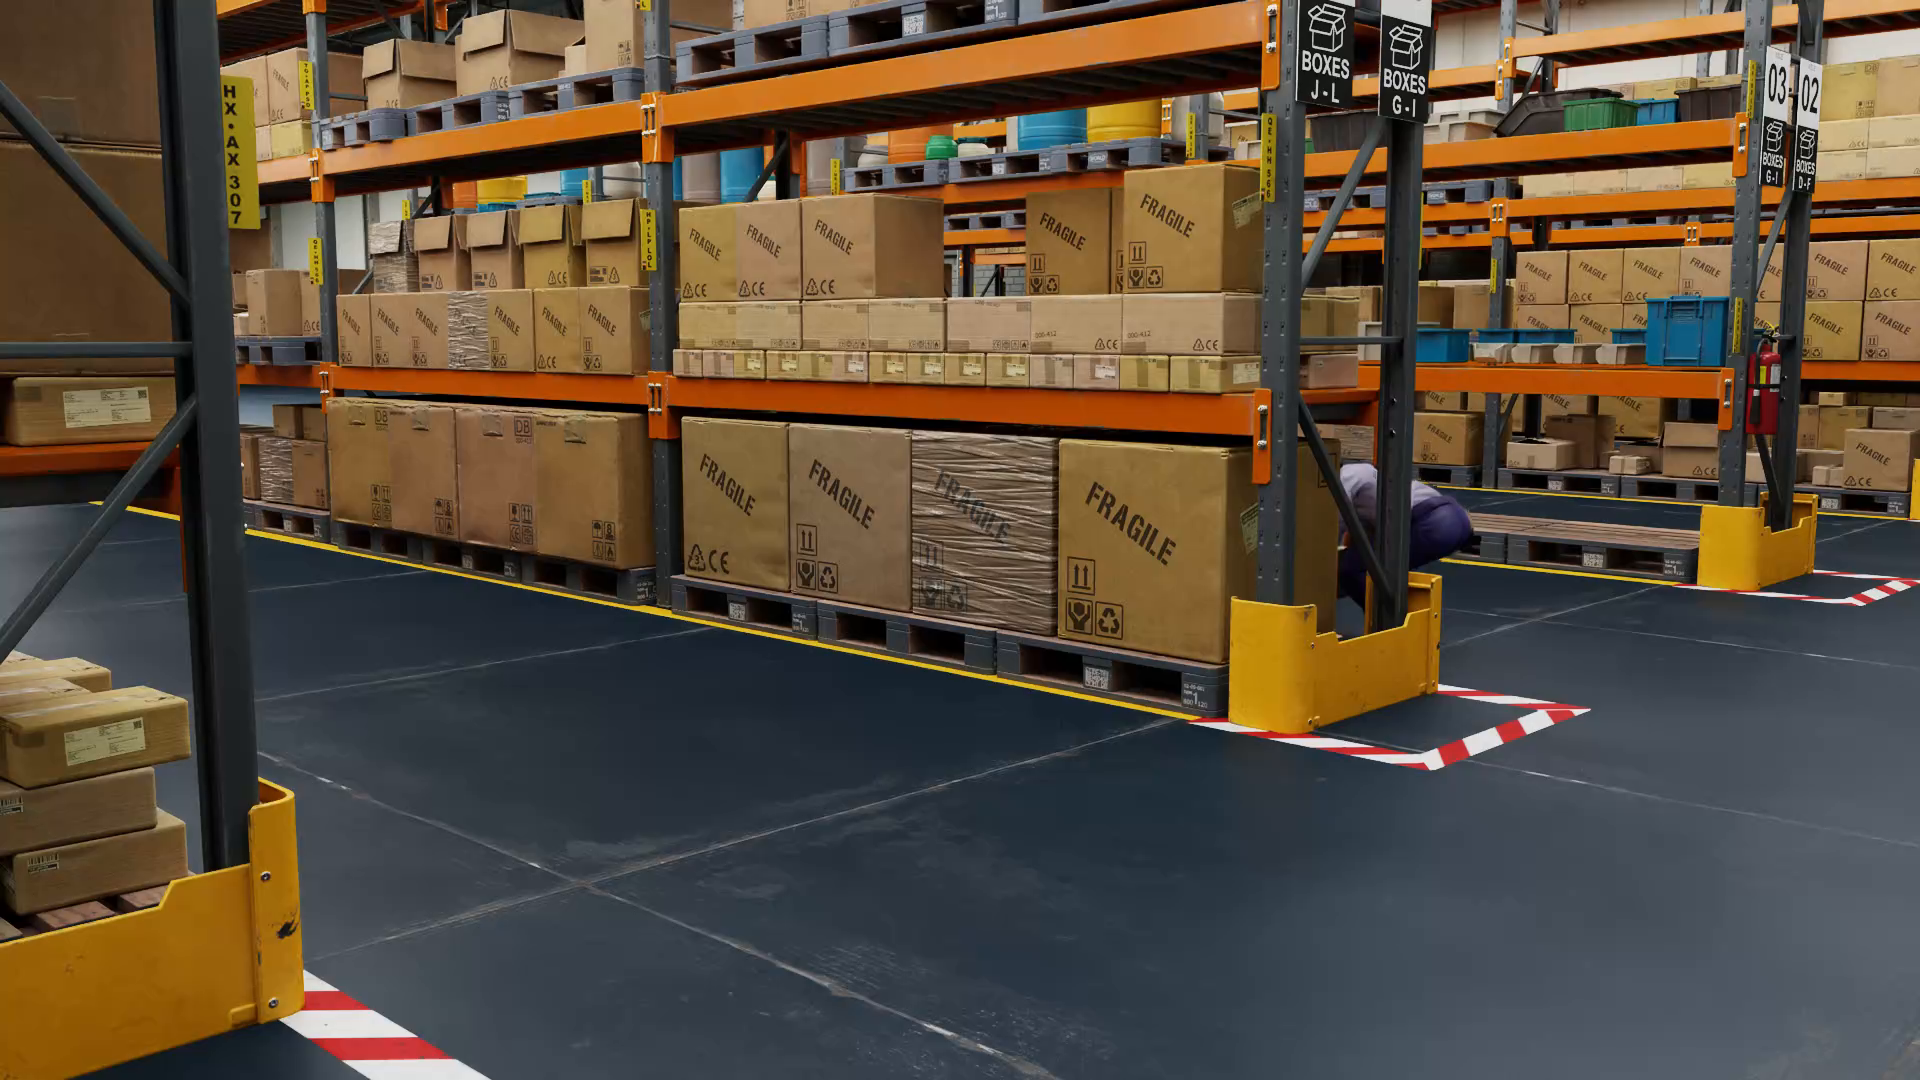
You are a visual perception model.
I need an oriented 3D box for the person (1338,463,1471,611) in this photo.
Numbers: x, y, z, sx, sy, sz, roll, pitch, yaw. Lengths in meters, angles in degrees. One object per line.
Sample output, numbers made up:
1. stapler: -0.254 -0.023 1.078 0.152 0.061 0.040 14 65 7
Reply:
1. person: 2.081 0.048 8.295 0.866 0.946 0.514 5 9 34
